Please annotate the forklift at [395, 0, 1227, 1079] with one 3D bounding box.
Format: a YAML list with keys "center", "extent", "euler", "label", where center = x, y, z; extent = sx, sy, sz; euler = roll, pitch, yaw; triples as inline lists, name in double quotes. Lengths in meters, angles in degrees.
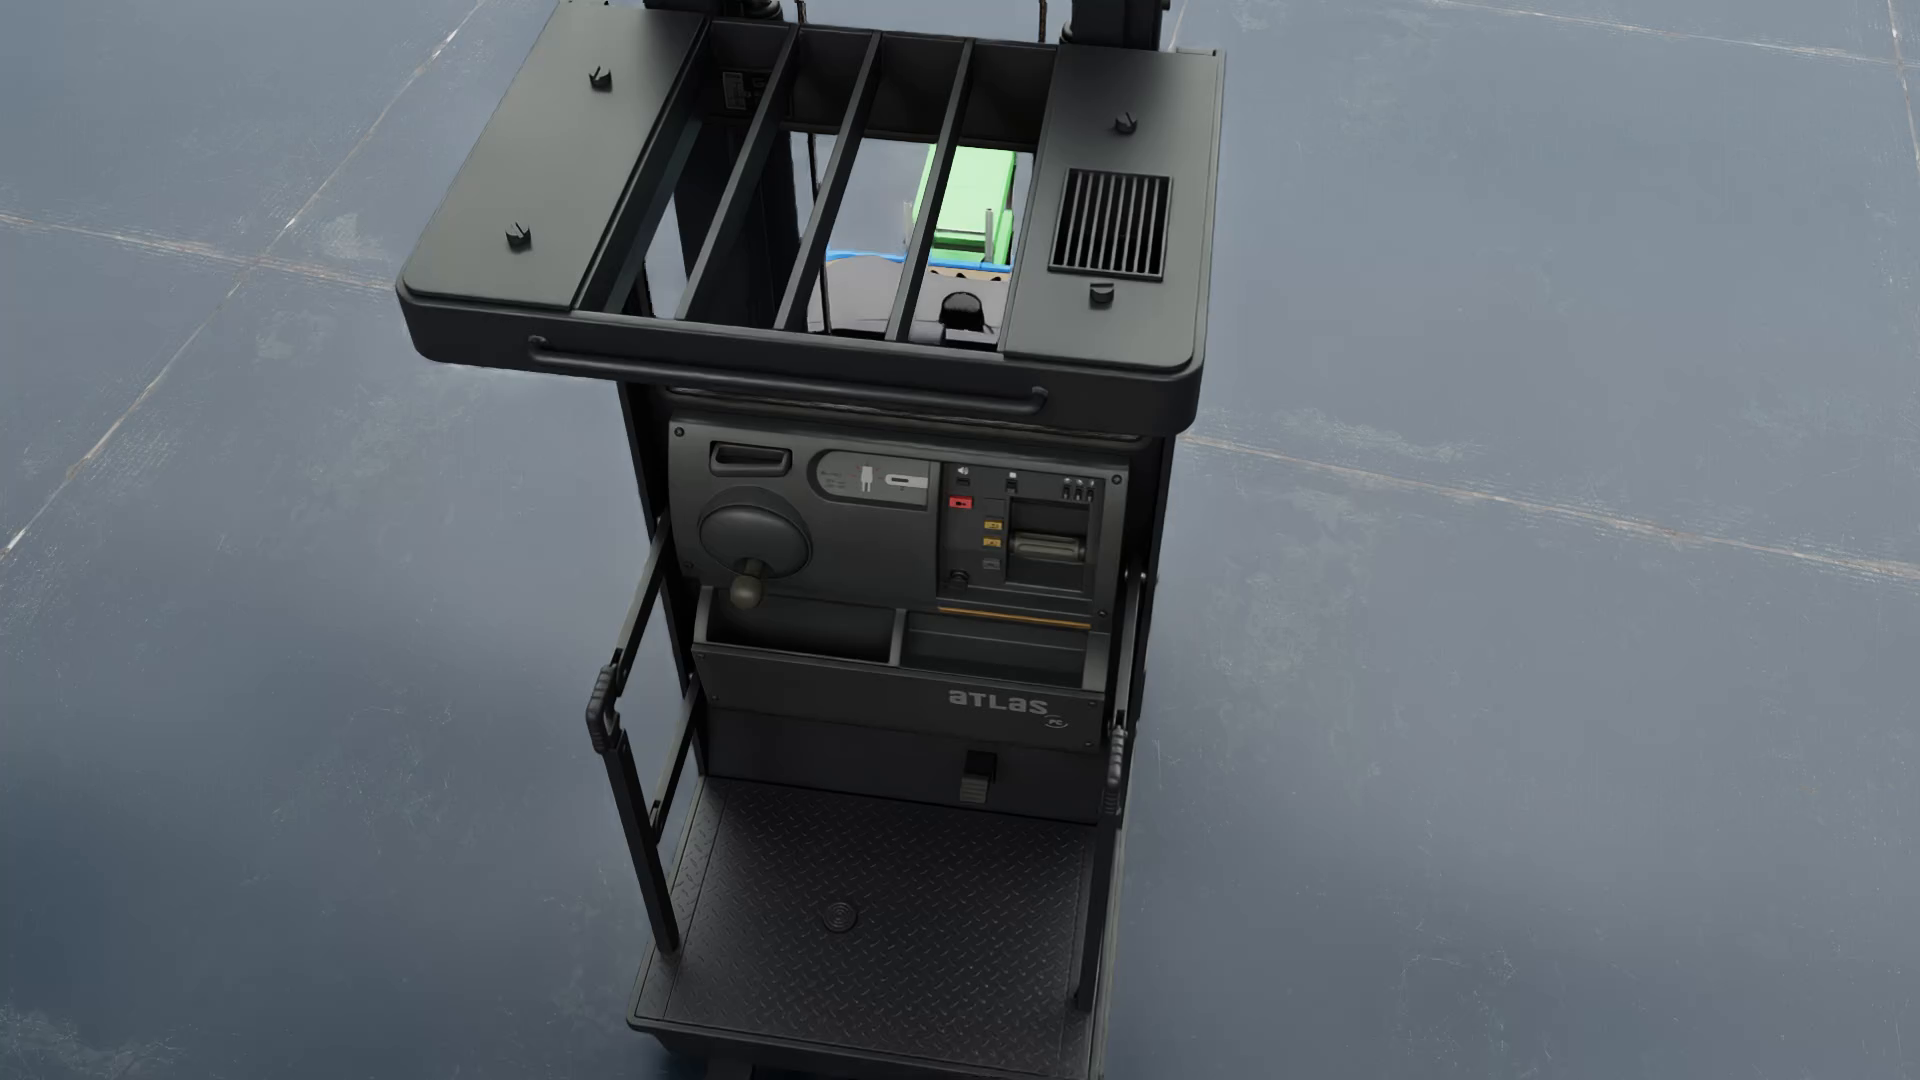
- center: [-0.162, 0.077, 3.227]
  extent: [1.130, 2.935, 3.031]
  euler: [6, 49, 6]
  label: "forklift"

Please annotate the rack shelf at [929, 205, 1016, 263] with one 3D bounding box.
- center: [0.007, -0.797, 4.918]
  extent: [0.258, 0.148, 0.480]
  euler: [6, 49, 6]
  label: "rack shelf"

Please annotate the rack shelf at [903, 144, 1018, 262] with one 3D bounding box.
- center: [0.007, -0.956, 4.738]
  extent: [0.258, 0.148, 0.480]
  euler: [6, 49, 6]
  label: "rack shelf"

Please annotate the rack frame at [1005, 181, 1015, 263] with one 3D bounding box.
- center: [0.044, -0.861, 5.210]
  extent: [0.240, 1.200, 0.015]
  euler: [6, 49, 6]
  label: "rack frame"

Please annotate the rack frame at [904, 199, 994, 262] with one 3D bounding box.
- center: [-0.029, -0.500, 4.891]
  extent: [0.240, 1.200, 0.015]
  euler: [6, 49, 6]
  label: "rack frame"

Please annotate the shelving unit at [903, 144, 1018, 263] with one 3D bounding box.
- center: [0.007, -0.680, 5.050]
  extent: [0.258, 1.200, 0.503]
  euler: [6, 49, 6]
  label: "shelving unit"
